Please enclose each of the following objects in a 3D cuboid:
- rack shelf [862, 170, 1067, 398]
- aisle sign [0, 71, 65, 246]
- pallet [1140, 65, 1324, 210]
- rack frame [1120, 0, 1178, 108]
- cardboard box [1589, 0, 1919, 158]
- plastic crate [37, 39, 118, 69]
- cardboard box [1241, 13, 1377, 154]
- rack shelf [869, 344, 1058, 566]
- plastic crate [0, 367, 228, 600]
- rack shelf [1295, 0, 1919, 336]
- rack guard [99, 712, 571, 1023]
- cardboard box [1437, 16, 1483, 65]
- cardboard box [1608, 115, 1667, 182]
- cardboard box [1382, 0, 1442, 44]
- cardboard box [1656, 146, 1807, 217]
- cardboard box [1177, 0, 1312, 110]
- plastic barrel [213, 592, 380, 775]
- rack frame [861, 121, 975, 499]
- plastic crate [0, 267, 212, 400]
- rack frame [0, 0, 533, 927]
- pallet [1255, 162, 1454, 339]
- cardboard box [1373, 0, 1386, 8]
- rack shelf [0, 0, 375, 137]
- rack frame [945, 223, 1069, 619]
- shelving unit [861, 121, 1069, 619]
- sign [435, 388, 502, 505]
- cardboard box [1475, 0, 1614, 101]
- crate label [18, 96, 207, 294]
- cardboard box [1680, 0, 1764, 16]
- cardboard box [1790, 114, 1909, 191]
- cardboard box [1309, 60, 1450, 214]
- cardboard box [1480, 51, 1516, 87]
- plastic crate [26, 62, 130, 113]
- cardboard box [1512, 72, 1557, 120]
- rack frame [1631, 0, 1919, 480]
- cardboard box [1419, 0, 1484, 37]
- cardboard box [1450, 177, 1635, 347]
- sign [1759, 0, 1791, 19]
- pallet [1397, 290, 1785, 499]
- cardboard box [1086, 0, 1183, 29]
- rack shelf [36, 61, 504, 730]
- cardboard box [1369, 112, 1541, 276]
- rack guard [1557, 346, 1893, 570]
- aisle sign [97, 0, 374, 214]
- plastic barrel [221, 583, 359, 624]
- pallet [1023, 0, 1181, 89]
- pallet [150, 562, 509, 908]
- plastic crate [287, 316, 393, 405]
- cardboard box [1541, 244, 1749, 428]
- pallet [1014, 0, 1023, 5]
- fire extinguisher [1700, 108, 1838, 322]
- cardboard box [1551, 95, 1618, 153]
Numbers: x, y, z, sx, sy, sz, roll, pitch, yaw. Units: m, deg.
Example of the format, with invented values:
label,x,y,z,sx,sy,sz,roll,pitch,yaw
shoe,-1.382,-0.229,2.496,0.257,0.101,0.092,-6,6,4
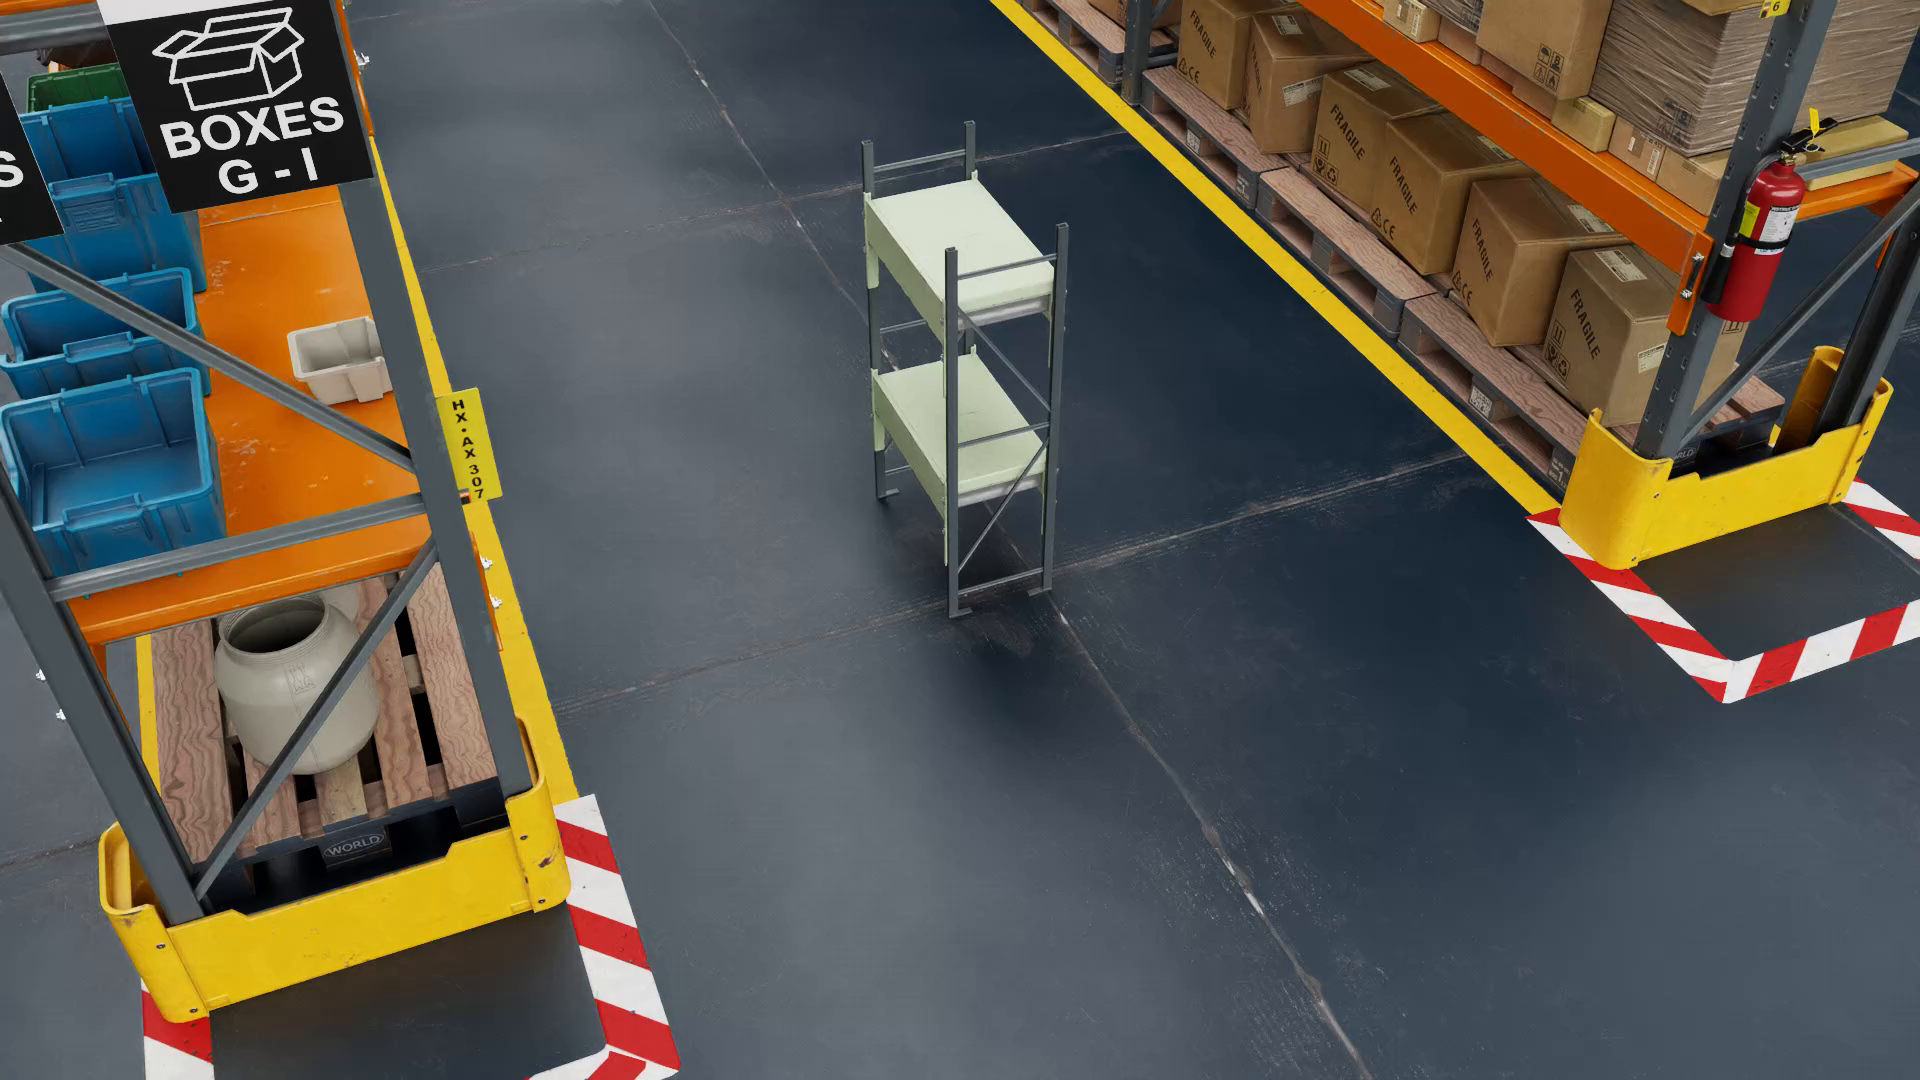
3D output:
label,x,y,z,sx,sy,sz,roll,pitch,yaw
rack shelf,0.003,-0.861,5.502,0.431,0.370,0.720,-15,43,-17
aisle sign,-1.935,-0.850,2.944,0.394,0.787,0.004,-15,43,-17
pallet,1.647,-2.174,8.616,1.003,0.211,1.213,-15,43,-17
rack frame,1.357,-3.627,8.167,1.000,3.000,0.127,-15,43,-17
cardboard box,2.703,-1.706,5.629,0.875,0.500,0.500,-15,43,-17
plastic crate,-3.136,-2.021,6.347,0.767,0.338,0.504,-15,43,-17
cardboard box,1.700,-2.244,8.155,0.500,0.500,0.500,-3,41,-3
rack shelf,0.003,-0.317,5.969,0.431,0.370,0.720,-15,43,-17
plastic crate,-2.156,-0.152,4.241,0.499,0.251,0.616,-15,43,-17
rack shelf,2.123,-2.150,7.001,1.077,0.370,4.000,-15,43,-17
rack guard,-1.761,0.932,4.783,1.175,0.500,0.348,-15,43,-17
cardboard box,2.095,-1.991,6.458,0.380,0.149,0.250,-15,43,-17
cardboard box,2.493,-1.393,5.762,0.380,0.149,0.250,-15,43,-17
cardboard box,1.917,-2.120,6.607,0.380,0.149,0.250,-15,43,-17
cardboard box,2.588,-1.242,5.587,0.380,0.149,0.250,-15,43,-17
cardboard box,1.473,-2.588,8.554,0.500,0.500,0.500,-16,43,-18
plastic barrel,-2.011,0.425,5.041,0.421,0.512,0.421,0,41,0
rack frame,-0.137,-0.785,6.013,0.400,1.500,0.023,-15,43,-17
plastic crate,-2.399,-0.545,4.697,0.499,0.251,0.408,-15,43,-17
rack frame,-1.688,0.018,3.928,1.000,3.000,0.127,-15,43,-17
pallet,2.118,-1.438,7.760,1.003,0.211,1.213,-15,43,-17
cardboard box,1.886,-2.288,6.802,0.380,0.149,0.250,-15,43,-17
rack shelf,-2.453,-2.051,4.586,1.077,0.370,4.000,-15,43,-17
rack frame,0.143,-0.344,5.500,0.400,1.500,0.023,-15,43,-17
shelving unit,0.003,-0.565,5.756,0.431,1.500,0.755,-15,43,-17
sign,-1.178,-0.221,3.995,0.100,0.325,0.005,-15,43,-17
cardboard box,2.401,-1.978,5.944,0.875,0.500,0.500,-15,43,-17
crate label,-2.642,-1.037,5.128,0.502,0.435,0.616,-15,43,-17
cardboard box,2.449,-2.017,5.223,0.500,0.500,0.500,-15,43,-17
cardboard box,2.999,-1.353,5.716,0.380,0.149,0.250,-15,43,-17
cardboard box,2.010,-1.890,7.742,0.500,0.500,0.500,-19,44,-21
cardboard box,2.211,-1.846,6.289,0.380,0.149,0.250,-15,43,-17
plastic crate,-2.960,-1.423,5.767,0.450,0.188,0.662,-15,43,-17
cardboard box,2.268,-1.685,6.102,0.380,0.149,0.250,-15,43,-17
rack frame,2.888,-1.217,5.365,1.000,3.000,0.127,-15,43,-17
cardboard box,2.249,-2.290,6.307,0.875,0.500,0.500,-15,43,-17
cardboard box,2.404,-1.161,6.894,0.500,0.500,0.500,-5,41,-6
sign,2.367,-1.650,4.738,0.100,0.325,0.005,-15,43,-17
pallet,2.581,-0.704,6.907,1.003,0.211,1.213,-15,43,-17
cardboard box,1.142,-3.221,9.275,0.700,0.500,0.500,-18,44,-20
rack shelf,-2.453,-0.914,5.564,1.077,0.370,4.000,-15,43,-17
cardboard box,2.182,-1.543,7.338,0.500,0.500,0.500,-11,42,-13
rack guard,2.859,-0.315,6.233,1.175,0.500,0.348,-15,43,-17
aisle sign,-1.390,-0.997,3.115,0.394,0.787,0.004,-15,43,-17
plastic barrel,-2.202,0.123,5.393,0.421,0.512,0.421,0,41,0
pallet,1.058,-3.038,9.621,1.003,0.211,1.213,-15,43,-17
pallet,-2.067,0.551,5.448,1.003,0.211,1.213,-15,43,-17
plastic crate,-1.733,-0.501,4.735,0.298,0.136,0.250,-15,43,-17
cardboard box,2.664,-0.809,6.486,0.500,0.500,0.500,-8,41,-9
pallet,0.587,-3.774,10.477,1.003,0.211,1.213,-15,43,-17
fire extinguisher,2.506,-1.004,5.177,0.296,0.674,0.183,-15,43,-17
cardboard box,2.350,-1.531,5.922,0.380,0.149,0.250,-15,43,-17
